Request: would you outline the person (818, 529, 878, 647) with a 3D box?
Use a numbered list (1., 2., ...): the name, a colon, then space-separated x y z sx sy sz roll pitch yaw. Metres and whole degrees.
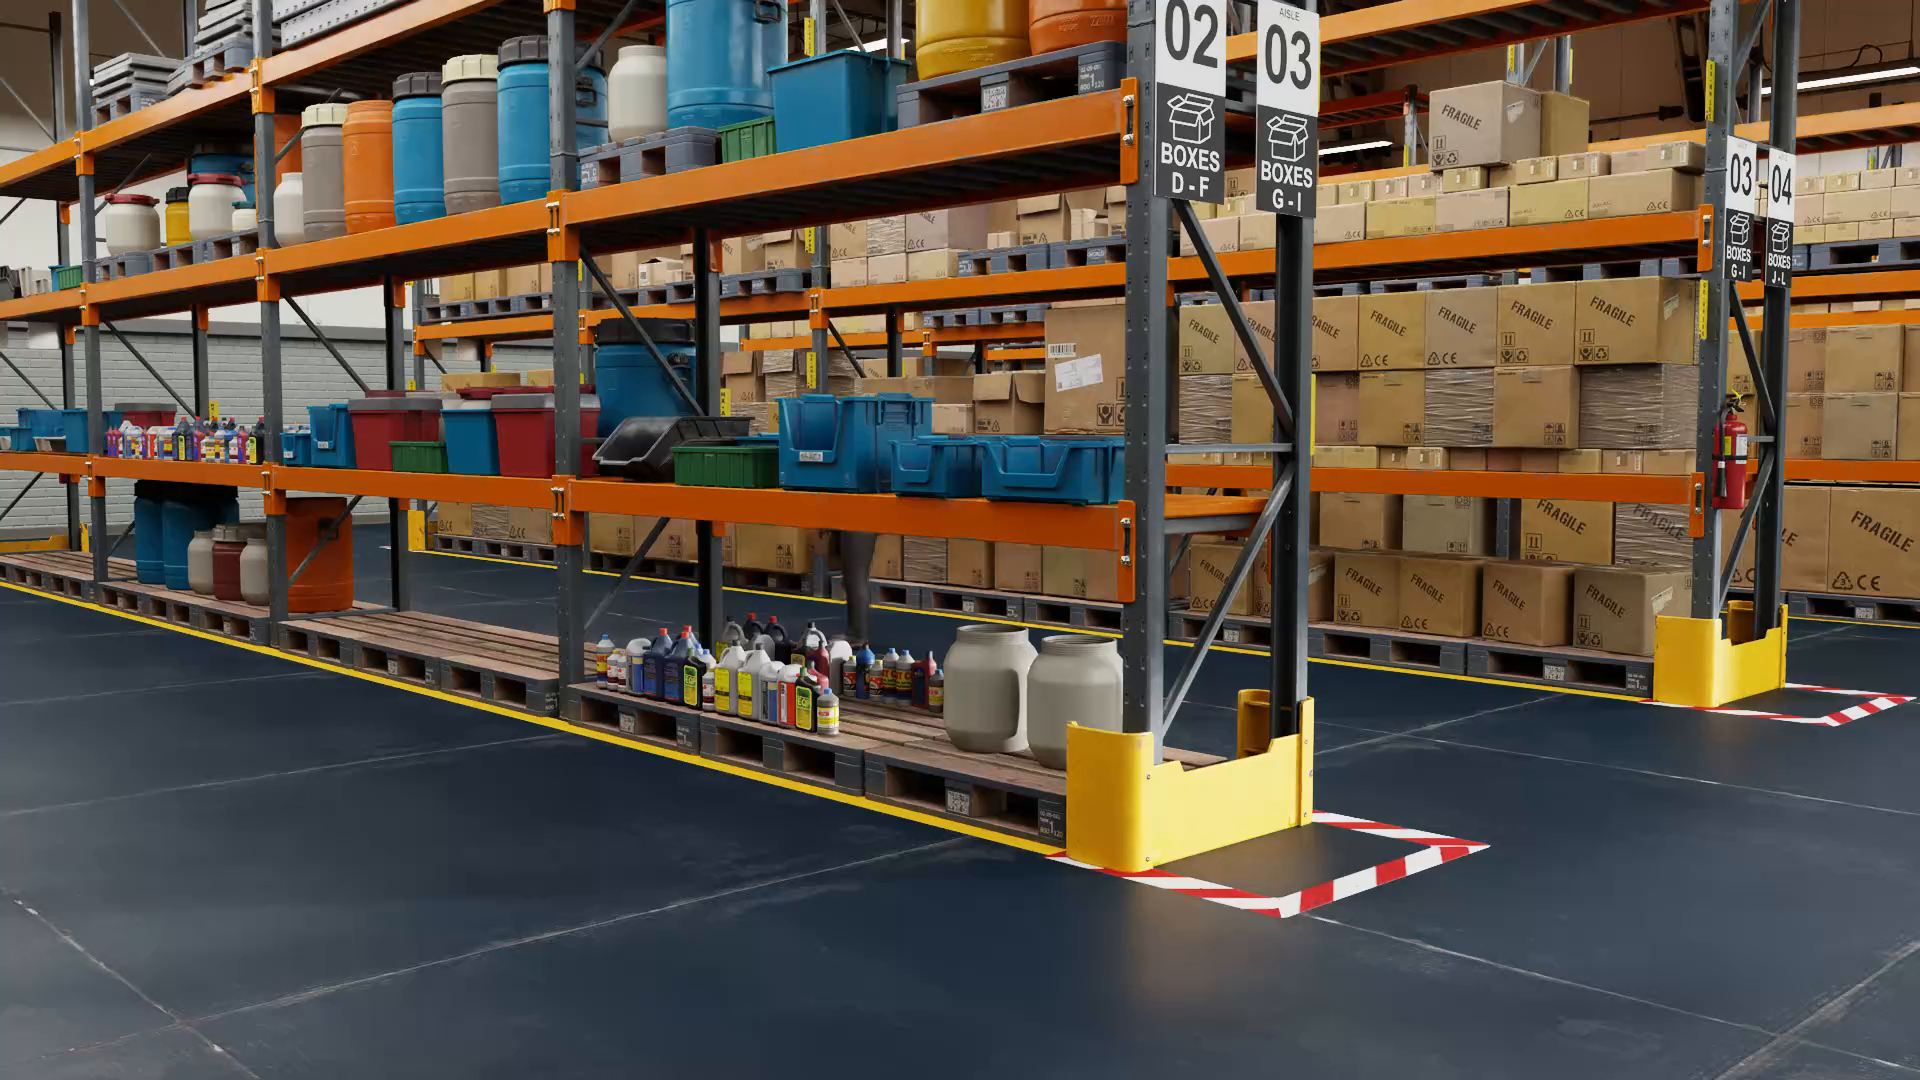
1. person: -0.776 -0.064 11.882 0.450 1.662 0.534 0 4 3
